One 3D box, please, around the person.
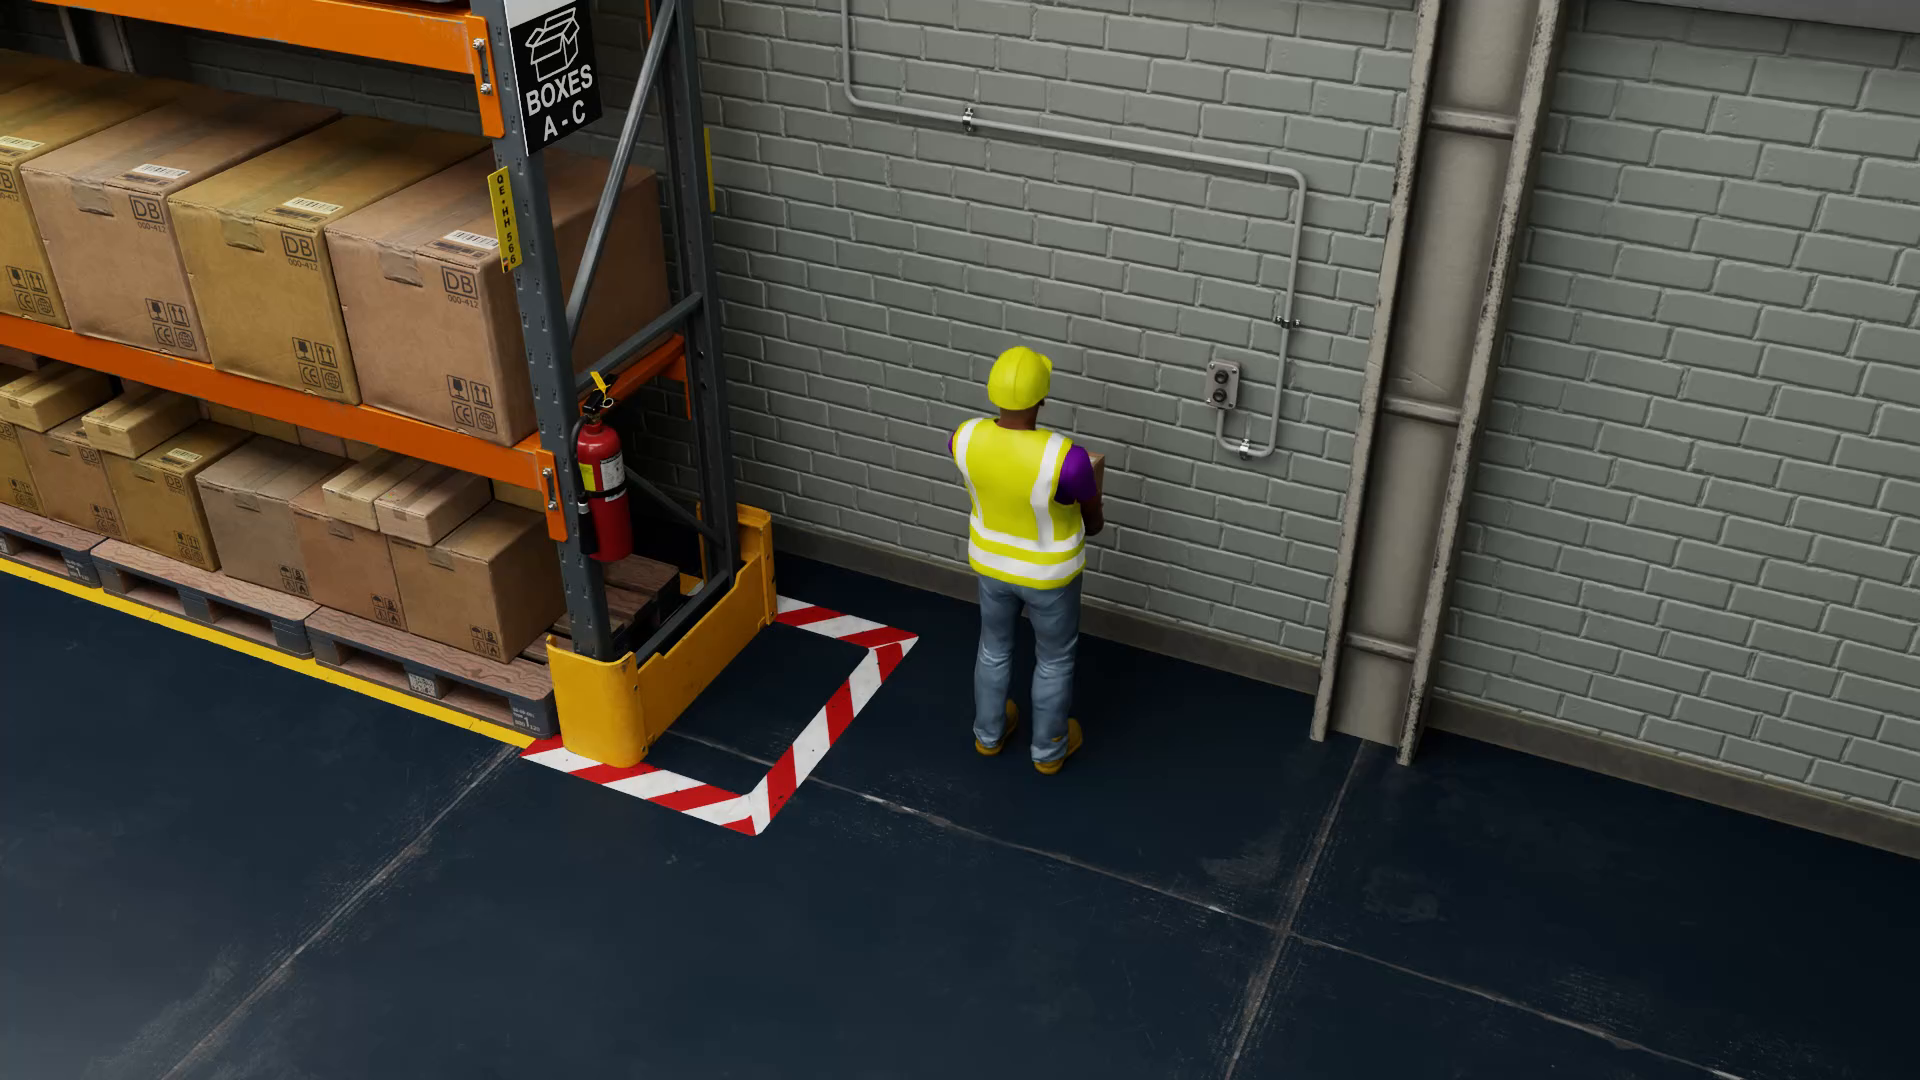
[{"bbox_3d":[0.271,0.031,6.077,0.503,1.760,0.587,15,36,21],"label":"person"}]
